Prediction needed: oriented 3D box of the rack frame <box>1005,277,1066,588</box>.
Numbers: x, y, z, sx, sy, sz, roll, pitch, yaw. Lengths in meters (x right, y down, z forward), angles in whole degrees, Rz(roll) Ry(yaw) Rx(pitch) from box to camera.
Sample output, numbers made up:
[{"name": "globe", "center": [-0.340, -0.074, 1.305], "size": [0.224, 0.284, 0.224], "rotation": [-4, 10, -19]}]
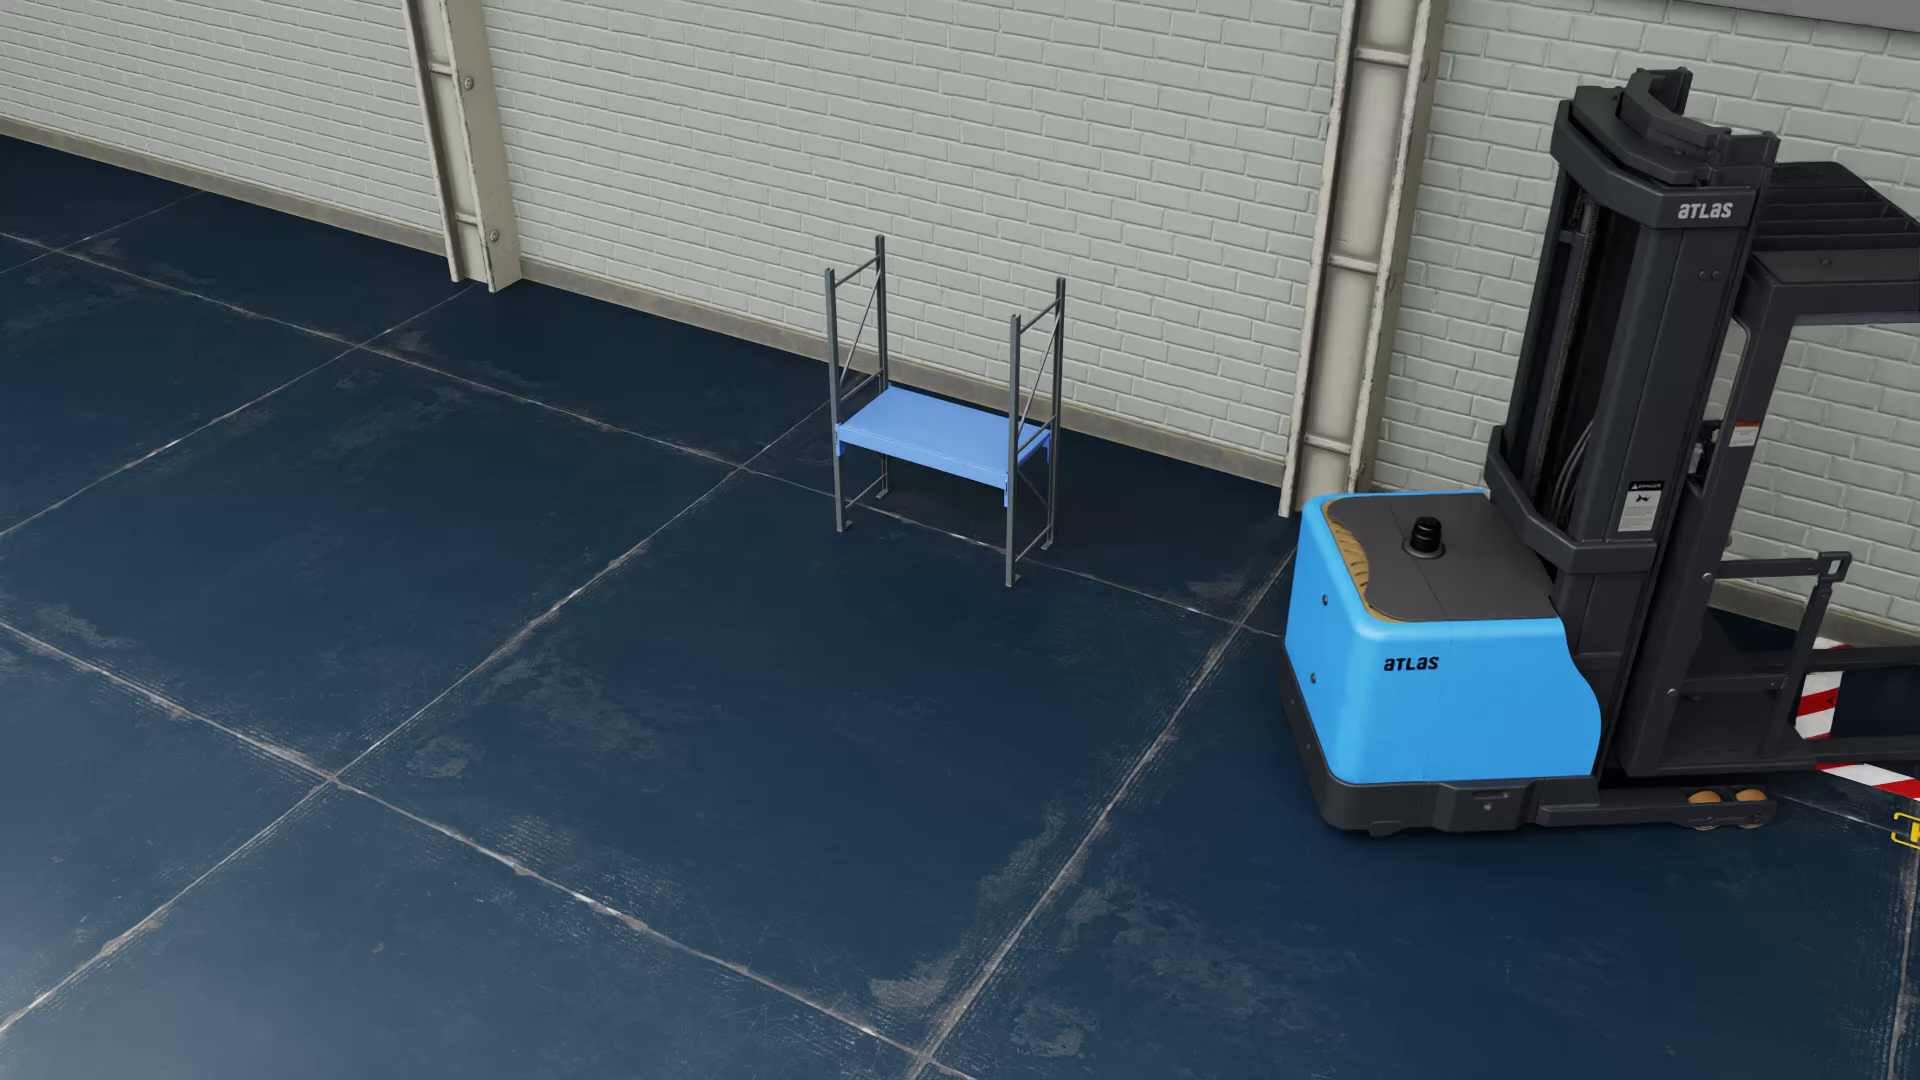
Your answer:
[{"name": "rack frame", "center": [0.367, -0.508, 8.160], "size": [0.032, 1.500, 0.500], "rotation": [18, 37, 24]}]

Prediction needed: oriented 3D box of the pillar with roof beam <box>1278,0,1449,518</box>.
[{"name": "pillar with roof beam", "center": [-0.176, -1.828, 3.376], "size": [0.400, 9.000, 9.100], "rotation": [18, 37, 24]}]

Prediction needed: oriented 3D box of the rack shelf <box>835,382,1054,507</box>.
[{"name": "rack shelf", "center": [-0.074, -0.498, 8.469], "size": [1.000, 0.185, 0.538], "rotation": [18, 37, 24]}]

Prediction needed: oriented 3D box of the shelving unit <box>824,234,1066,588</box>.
[{"name": "shelving unit", "center": [-0.074, -0.648, 8.370], "size": [1.048, 1.500, 0.538], "rotation": [18, 37, 24]}]

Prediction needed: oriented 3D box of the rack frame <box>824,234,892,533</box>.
[{"name": "rack frame", "center": [-0.515, -0.788, 8.579], "size": [0.032, 1.500, 0.500], "rotation": [18, 37, 24]}]

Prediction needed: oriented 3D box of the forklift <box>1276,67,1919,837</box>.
[{"name": "forklift", "center": [2.985, -0.303, 6.561], "size": [3.031, 2.935, 1.130], "rotation": [-2, 34, -3]}]

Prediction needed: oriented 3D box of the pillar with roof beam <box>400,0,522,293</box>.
[{"name": "pillar with roof beam", "center": [-5.386, -3.478, 5.854], "size": [0.400, 9.000, 9.100], "rotation": [18, 37, 24]}]
